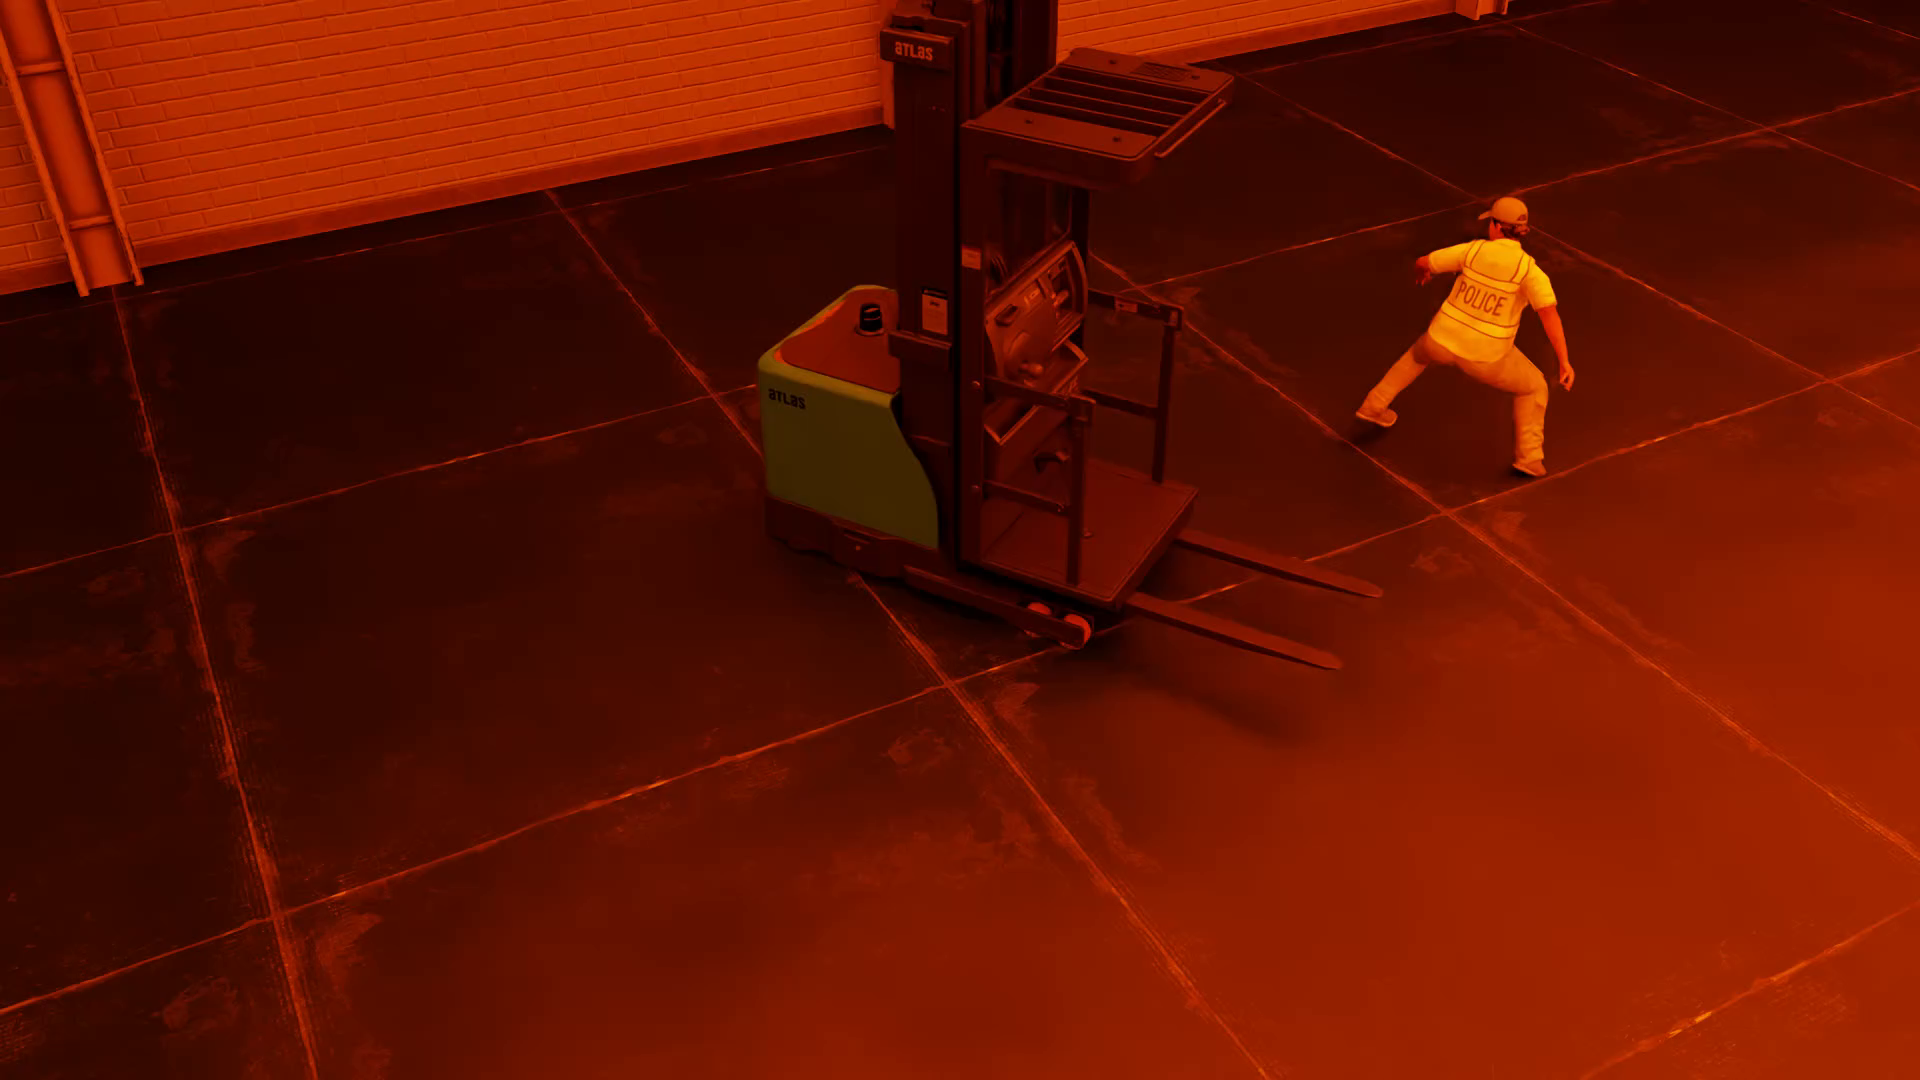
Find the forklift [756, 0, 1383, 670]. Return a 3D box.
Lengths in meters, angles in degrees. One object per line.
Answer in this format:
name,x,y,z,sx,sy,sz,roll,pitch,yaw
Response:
forklift,0.535,-1.027,7.576,3.031,2.935,1.130,18,39,23

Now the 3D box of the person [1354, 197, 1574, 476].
person,2.810,-1.046,8.918,1.119,1.593,0.516,27,43,32
